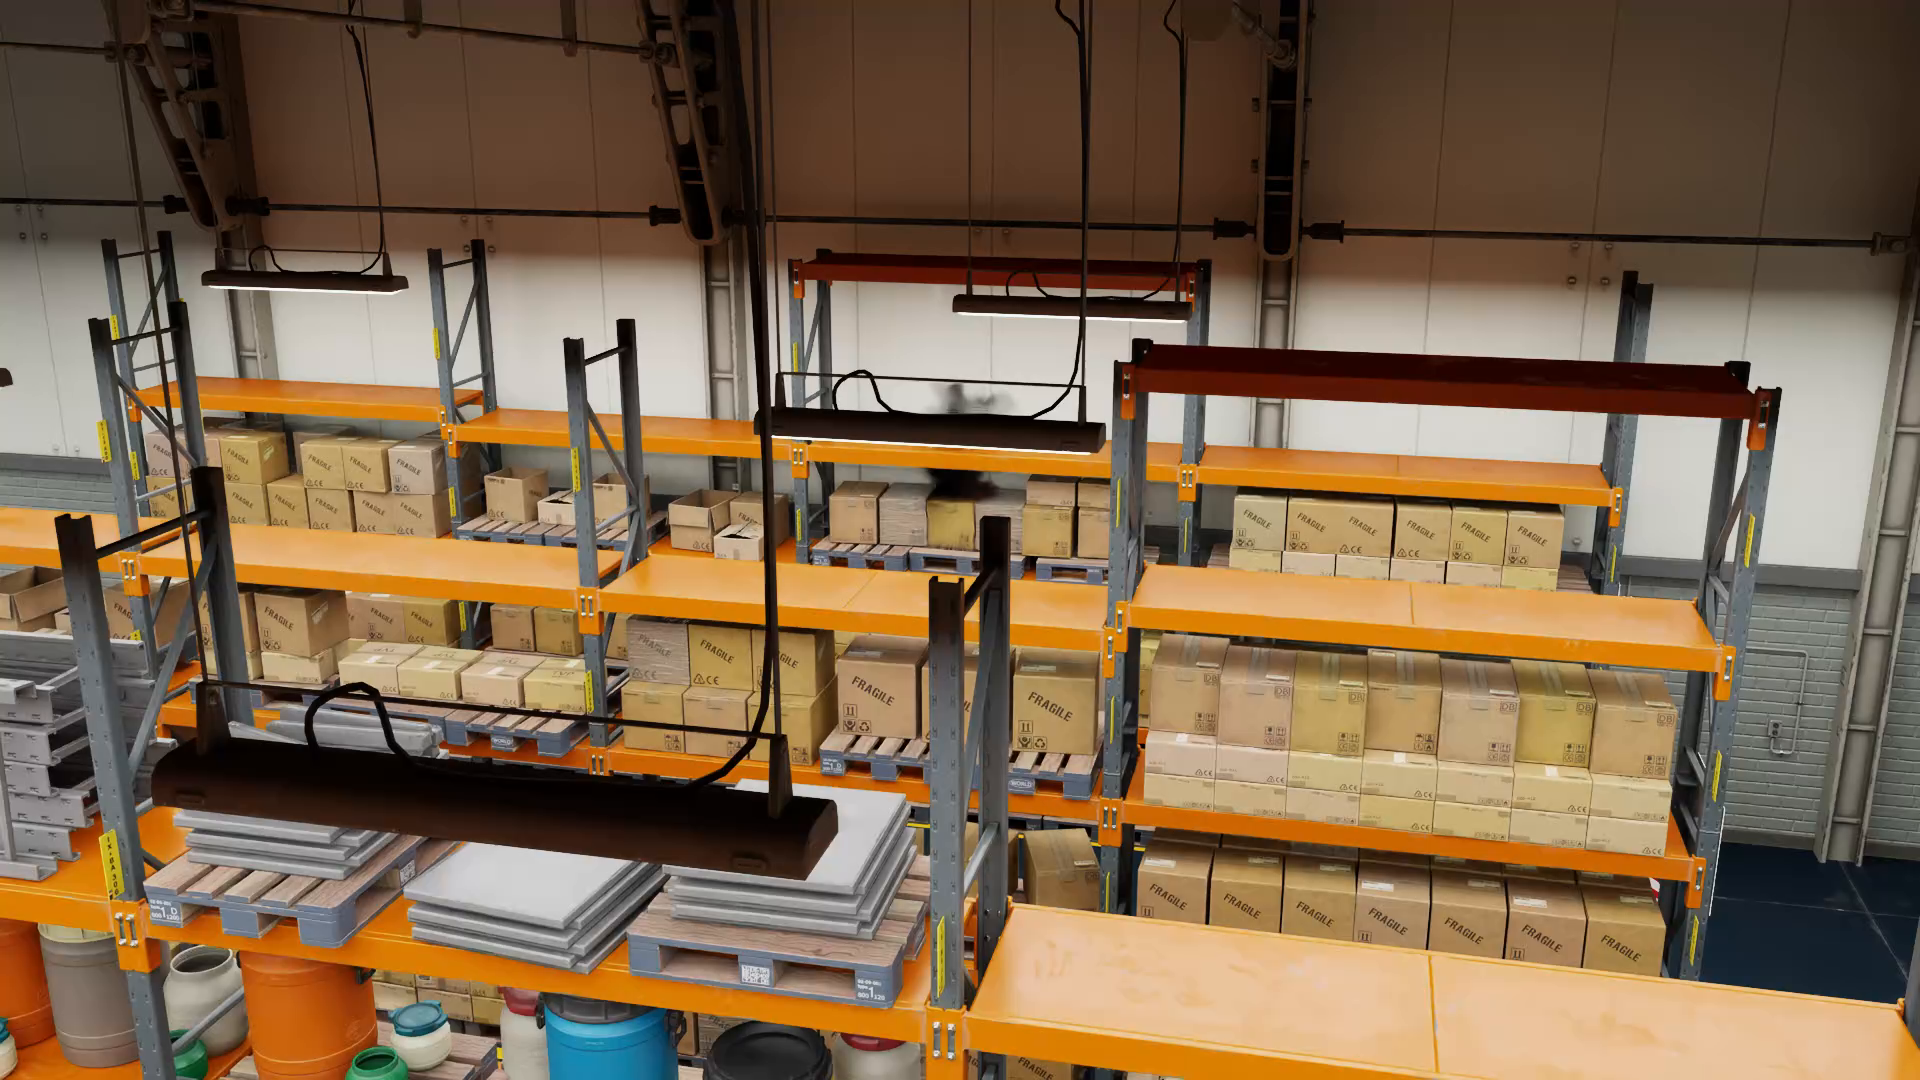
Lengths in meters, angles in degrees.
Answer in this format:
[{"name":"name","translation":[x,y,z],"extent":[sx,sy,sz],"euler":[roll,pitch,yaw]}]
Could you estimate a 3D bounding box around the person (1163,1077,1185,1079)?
[{"name":"person","translation":[1.347,4.232,10.790],"extent":[0.715,1.744,0.732],"euler":[0,16,-1]}]
